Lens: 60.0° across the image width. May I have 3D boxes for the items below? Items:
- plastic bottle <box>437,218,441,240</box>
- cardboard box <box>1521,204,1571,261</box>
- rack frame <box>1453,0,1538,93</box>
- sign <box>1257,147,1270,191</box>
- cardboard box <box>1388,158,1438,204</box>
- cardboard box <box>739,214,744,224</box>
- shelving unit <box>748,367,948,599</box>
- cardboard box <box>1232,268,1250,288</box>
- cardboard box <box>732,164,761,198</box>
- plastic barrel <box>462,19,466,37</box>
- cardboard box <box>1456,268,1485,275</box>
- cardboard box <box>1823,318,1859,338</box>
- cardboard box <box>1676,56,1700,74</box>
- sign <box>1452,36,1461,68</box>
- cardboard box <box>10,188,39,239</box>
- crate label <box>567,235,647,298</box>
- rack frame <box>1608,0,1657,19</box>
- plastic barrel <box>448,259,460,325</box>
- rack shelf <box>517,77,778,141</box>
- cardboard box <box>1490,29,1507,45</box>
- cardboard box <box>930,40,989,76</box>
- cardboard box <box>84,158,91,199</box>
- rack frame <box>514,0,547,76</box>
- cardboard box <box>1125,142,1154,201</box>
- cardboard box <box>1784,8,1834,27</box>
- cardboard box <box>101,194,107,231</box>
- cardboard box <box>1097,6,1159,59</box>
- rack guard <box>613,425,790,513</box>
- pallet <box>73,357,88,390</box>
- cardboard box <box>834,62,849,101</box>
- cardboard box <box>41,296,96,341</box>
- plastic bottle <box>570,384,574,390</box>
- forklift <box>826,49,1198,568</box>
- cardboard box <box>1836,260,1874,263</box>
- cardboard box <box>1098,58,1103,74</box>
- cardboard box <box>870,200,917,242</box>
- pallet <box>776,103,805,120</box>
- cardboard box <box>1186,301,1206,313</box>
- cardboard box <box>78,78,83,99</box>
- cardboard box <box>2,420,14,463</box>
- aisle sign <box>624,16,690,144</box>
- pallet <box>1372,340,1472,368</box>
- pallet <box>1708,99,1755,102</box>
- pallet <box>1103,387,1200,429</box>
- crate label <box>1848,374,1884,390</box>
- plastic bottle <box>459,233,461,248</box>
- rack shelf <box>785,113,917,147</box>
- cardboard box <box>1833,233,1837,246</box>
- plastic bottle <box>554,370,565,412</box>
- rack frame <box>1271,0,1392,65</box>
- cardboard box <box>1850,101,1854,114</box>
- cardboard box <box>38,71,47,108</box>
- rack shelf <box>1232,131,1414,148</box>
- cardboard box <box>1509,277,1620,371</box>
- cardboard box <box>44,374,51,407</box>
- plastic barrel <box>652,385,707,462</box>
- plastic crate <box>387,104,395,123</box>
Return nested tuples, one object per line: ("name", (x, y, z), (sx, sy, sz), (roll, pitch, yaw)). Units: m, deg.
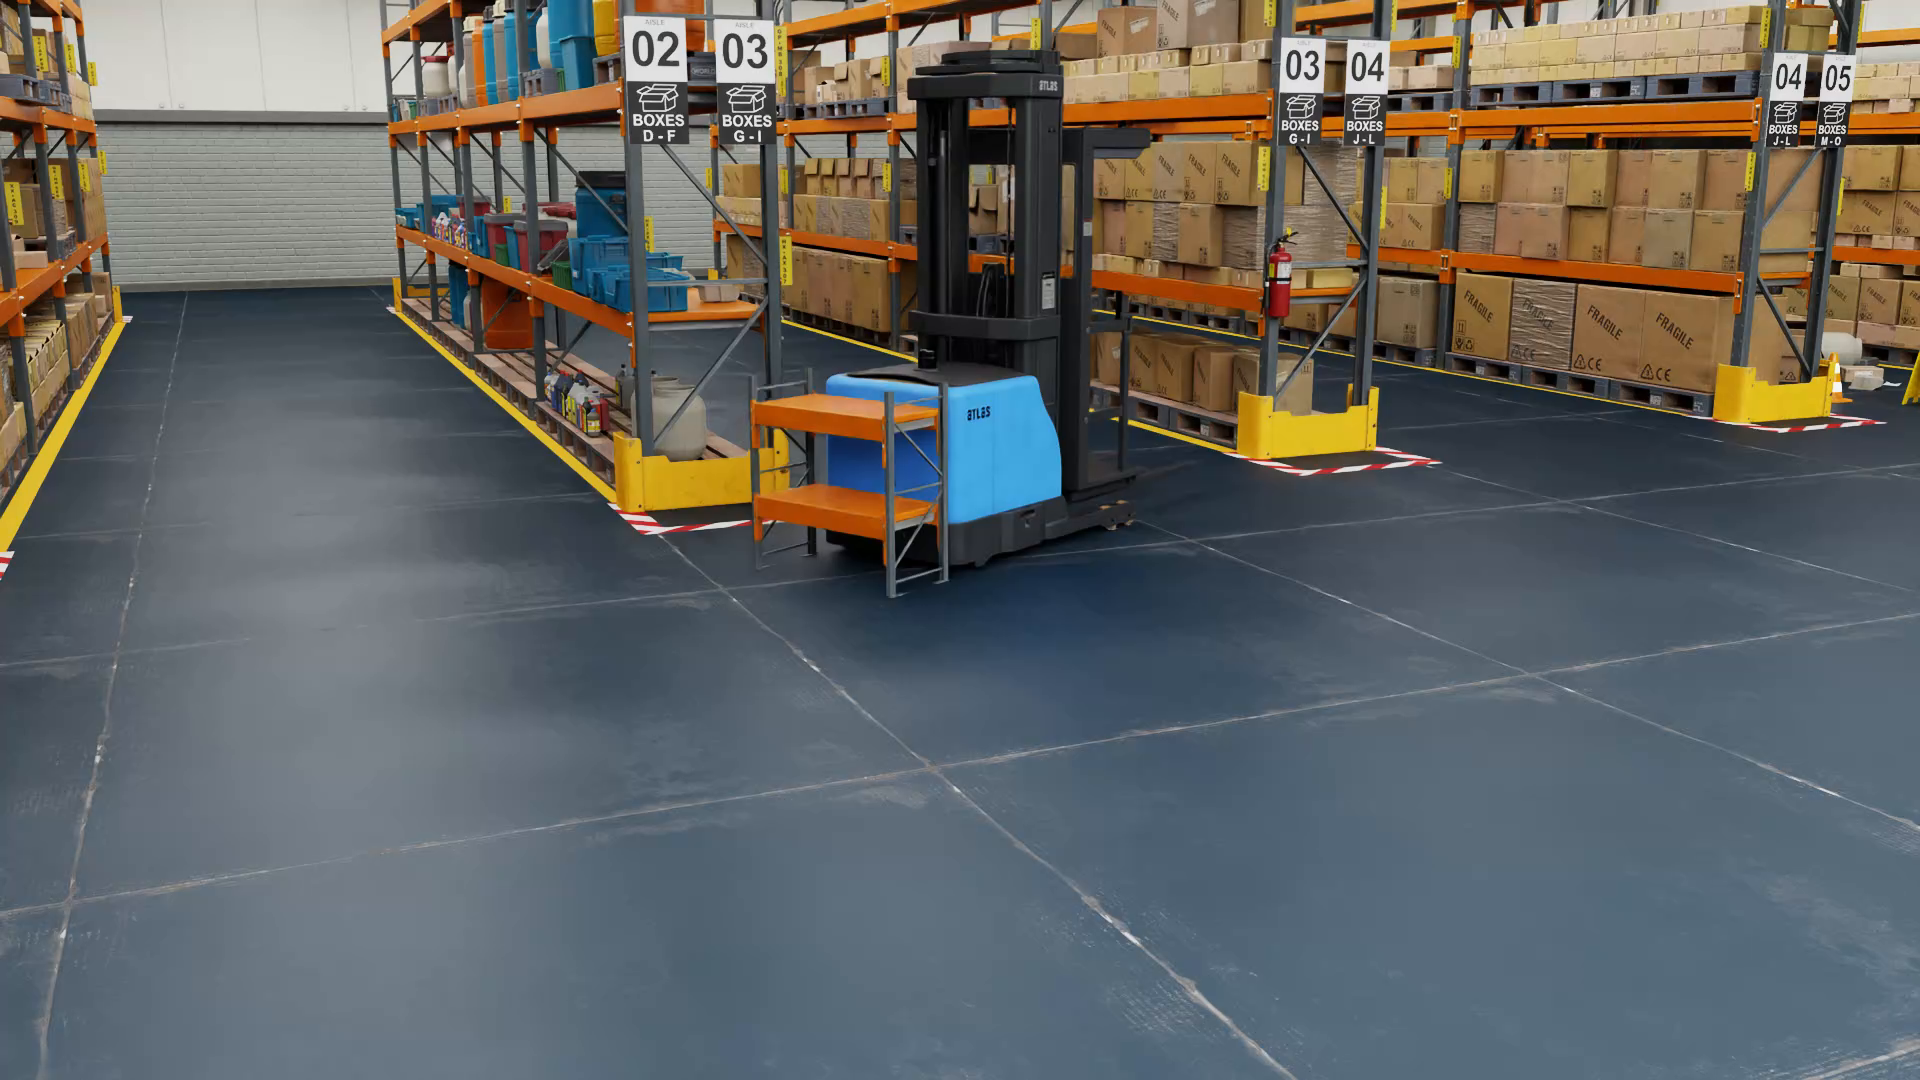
("plastic bottle", (-6.502, -3.902, 20.863), (0.097, 0.271, 0.097), (0, 13, 0))
("cardboard box", (6.330, -3.183, 17.136), (0.875, 0.550, 0.550), (-6, 14, -23))
("rack frame", (5.822, -6.341, 17.811), (1.000, 3.000, 0.127), (-6, 14, -23))
("sign", (2.322, -2.837, 12.707), (0.100, 0.325, 0.005), (-6, 14, -23))
("cardboard box", (5.410, -4.162, 19.263), (0.700, 0.500, 0.500), (-6, 14, -24))
("cardboard box", (-3.213, -4.980, 25.790), (0.380, 0.149, 0.250), (-6, 14, -24))
("shelving unit", (-0.631, -0.348, 9.377), (1.048, 1.125, 0.538), (10, 16, 37))
("cardboard box", (2.436, -2.135, 13.497), (0.380, 0.149, 0.250), (-6, 14, -23))
("cardboard box", (-3.212, -5.574, 25.813), (0.500, 0.500, 0.500), (-6, 14, -24))
("plastic barrel", (-5.682, -5.768, 19.945), (0.600, 0.901, 0.708), (-6, 14, -23))
("cardboard box", (8.161, -4.217, 25.720), (0.875, 0.875, 0.875), (-5, 14, -22))
("cardboard box", (10.530, -2.496, 19.668), (0.500, 0.250, 0.500), (-5, 14, -20))
("cardboard box", (6.777, -4.328, 15.167), (0.380, 0.149, 0.250), (-5, 14, -22))
("sign", (5.329, -5.234, 17.835), (0.100, 0.325, 0.005), (-6, 14, -23))
("cardboard box", (-9.799, -3.297, 16.810), (0.700, 0.500, 0.500), (-12, 18, -42))
("crate label", (-2.684, -2.091, 12.672), (0.502, 0.435, 0.616), (-6, 14, -23))
("rack frame", (11.659, -8.911, 28.915), (1.000, 3.000, 0.127), (-6, 14, -23))
("plastic barrel", (-6.304, -3.265, 21.548), (0.600, 0.901, 0.708), (-6, 14, -23))
("rack shelf", (-2.500, -3.242, 12.667), (1.077, 0.370, 4.000), (-6, 14, -23))
("cardboard box", (5.760, -5.241, 17.344), (0.380, 0.149, 0.250), (-6, 14, -23))
("cardboard box", (-0.005, -5.243, 18.387), (0.500, 0.500, 0.500), (-6, 14, -25))
("cardboard box", (-11.184, -4.515, 20.788), (0.500, 0.500, 0.500), (-6, 14, -25))
("rack frame", (-3.302, -5.467, 14.033), (1.000, 3.000, 0.127), (-6, 14, -23))
("cardboard box", (1.796, -3.247, 14.650), (0.500, 0.500, 0.500), (-6, 14, -23))
("cardboard box", (7.582, -4.671, 14.881), (0.380, 0.149, 0.250), (-5, 14, -22))
("cardboard box", (-12.220, -4.557, 23.187), (0.500, 0.500, 0.500), (-5, 14, -21))
("cardboard box", (1.651, -4.820, 15.901), (0.500, 0.500, 0.500), (-6, 14, -25))
("rack guard", (-1.773, -0.511, 11.470), (1.175, 0.500, 0.348), (-6, 14, -23))
("pallet", (-9.708, -1.723, 17.346), (1.003, 0.211, 1.213), (-6, 14, -23))
("cardboard box", (-1.203, -5.954, 21.631), (0.797, 0.503, 0.637), (-6, 14, -24))
("cardboard box", (-10.396, -2.568, 19.380), (0.500, 0.500, 0.500), (-6, 14, -23))
("plastic bottle", (-3.190, -1.159, 13.800), (0.097, 0.271, 0.097), (0, 13, 0))
("forklift", (0.494, -1.546, 10.549), (1.130, 2.935, 3.031), (10, 16, 37))
("cardboard box", (13.767, -3.945, 25.099), (0.875, 0.625, 0.625), (-5, 14, -21))
("cardboard box", (1.481, -4.325, 15.202), (0.380, 0.149, 0.250), (-5, 14, -21))
("cardboard box", (-0.790, -3.946, 20.546), (0.500, 0.500, 0.500), (-5, 14, -21))
("pallet", (-2.286, -6.232, 24.190), (1.003, 0.211, 1.213), (-6, 14, -23))
("cardboard box", (3.512, -3.452, 23.243), (0.500, 0.500, 0.500), (-5, 14, -21))
("cardboard box", (-11.605, -5.816, 21.417), (0.500, 0.250, 0.500), (-6, 14, -23))
("cardboard box", (-7.051, -0.680, 11.823), (0.500, 0.250, 0.500), (-6, 14, -23))
("aisle sign", (-1.943, -2.942, 10.665), (0.394, 0.787, 0.004), (-6, 14, -23))
("pallet", (5.444, -2.213, 19.462), (1.003, 0.211, 1.213), (-6, 14, -23))
("pallet", (10.167, -5.394, 20.785), (1.213, 0.211, 1.003), (-6, 14, -23))
("pallet", (2.031, -1.245, 15.280), (1.003, 0.211, 1.213), (-6, 14, -23))
("crate label", (9.312, -1.624, 17.083), (0.298, 0.136, 0.250), (9, 16, 35))
("plastic bottle", (-5.696, -3.452, 19.074), (0.097, 0.201, 0.097), (0, 13, 0))
("rack shelf", (-1.167, -5.342, 21.741), (1.077, 0.370, 4.000), (-6, 14, -23))
("cardboard box", (10.432, -3.570, 19.701), (0.380, 0.149, 0.250), (-6, 14, -23))
("plastic bottle", (-3.358, -1.264, 14.076), (0.144, 0.351, 0.185), (-5, 14, -21))
("rack frame", (2.839, -5.088, 12.395), (1.000, 3.000, 0.127), (-6, 14, -23))
("cardboard box", (10.471, -5.039, 19.392), (0.380, 0.149, 0.250), (-6, 14, -23))
("cardboard box", (-10.062, -4.734, 17.297), (0.910, 0.500, 0.500), (-6, 14, -23))
("rack shelf", (6.311, -7.063, 29.179), (1.077, 0.370, 4.000), (-6, 14, -23))
("cardboard box", (6.374, -2.266, 17.288), (0.875, 0.875, 0.875), (-6, 14, -23))
("cardboard box", (-8.190, -1.281, 14.417), (0.500, 0.250, 0.500), (-6, 14, -25))
("plastic barrel", (-2.033, -0.839, 11.930), (0.421, 0.512, 0.421), (0, 13, 0))
("plastic crate", (-8.210, -6.316, 24.645), (0.497, 0.269, 0.590), (-6, 14, -23))
